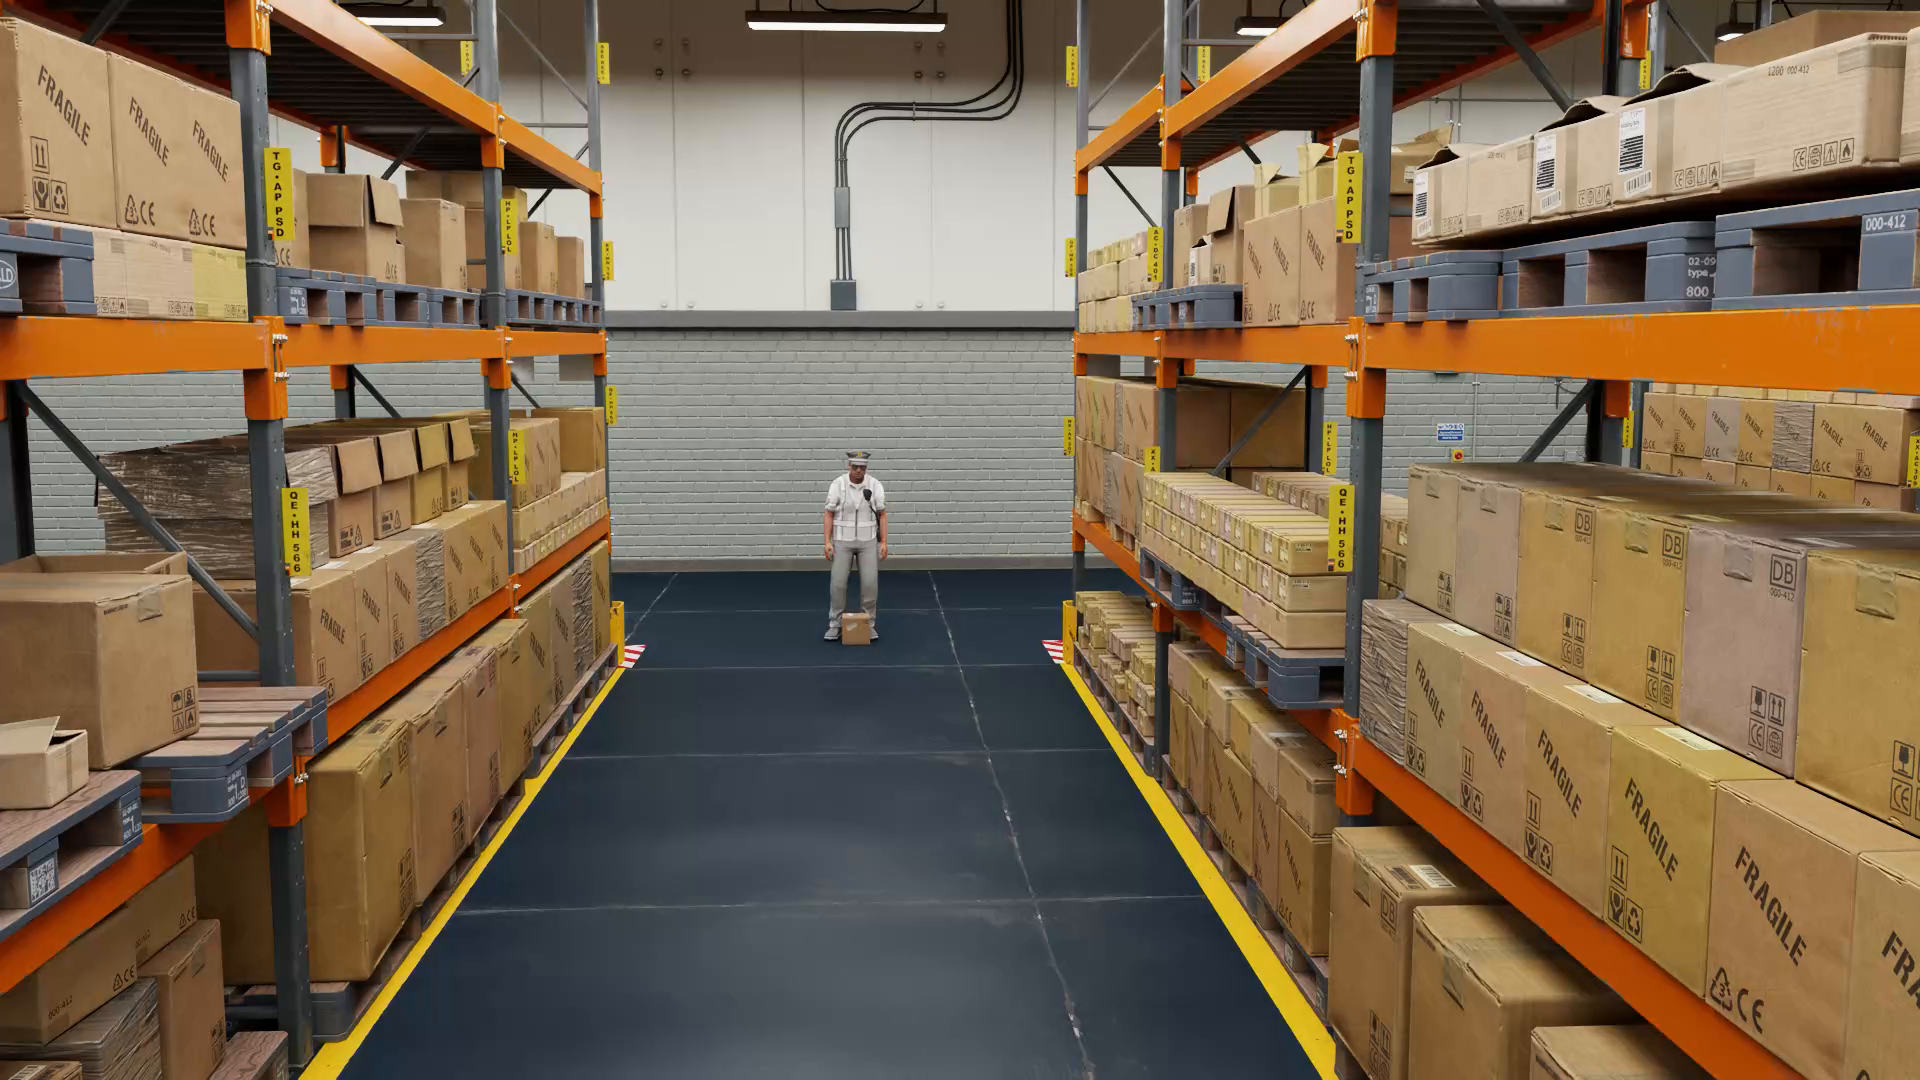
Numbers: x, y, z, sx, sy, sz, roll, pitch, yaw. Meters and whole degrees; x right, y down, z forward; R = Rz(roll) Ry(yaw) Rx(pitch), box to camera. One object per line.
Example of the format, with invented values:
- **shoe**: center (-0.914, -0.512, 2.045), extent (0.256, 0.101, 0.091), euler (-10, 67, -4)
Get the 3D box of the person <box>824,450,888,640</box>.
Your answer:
- **person**: center (-0.970, 0.035, 15.402), extent (0.606, 1.751, 0.439), euler (-1, 7, -7)
